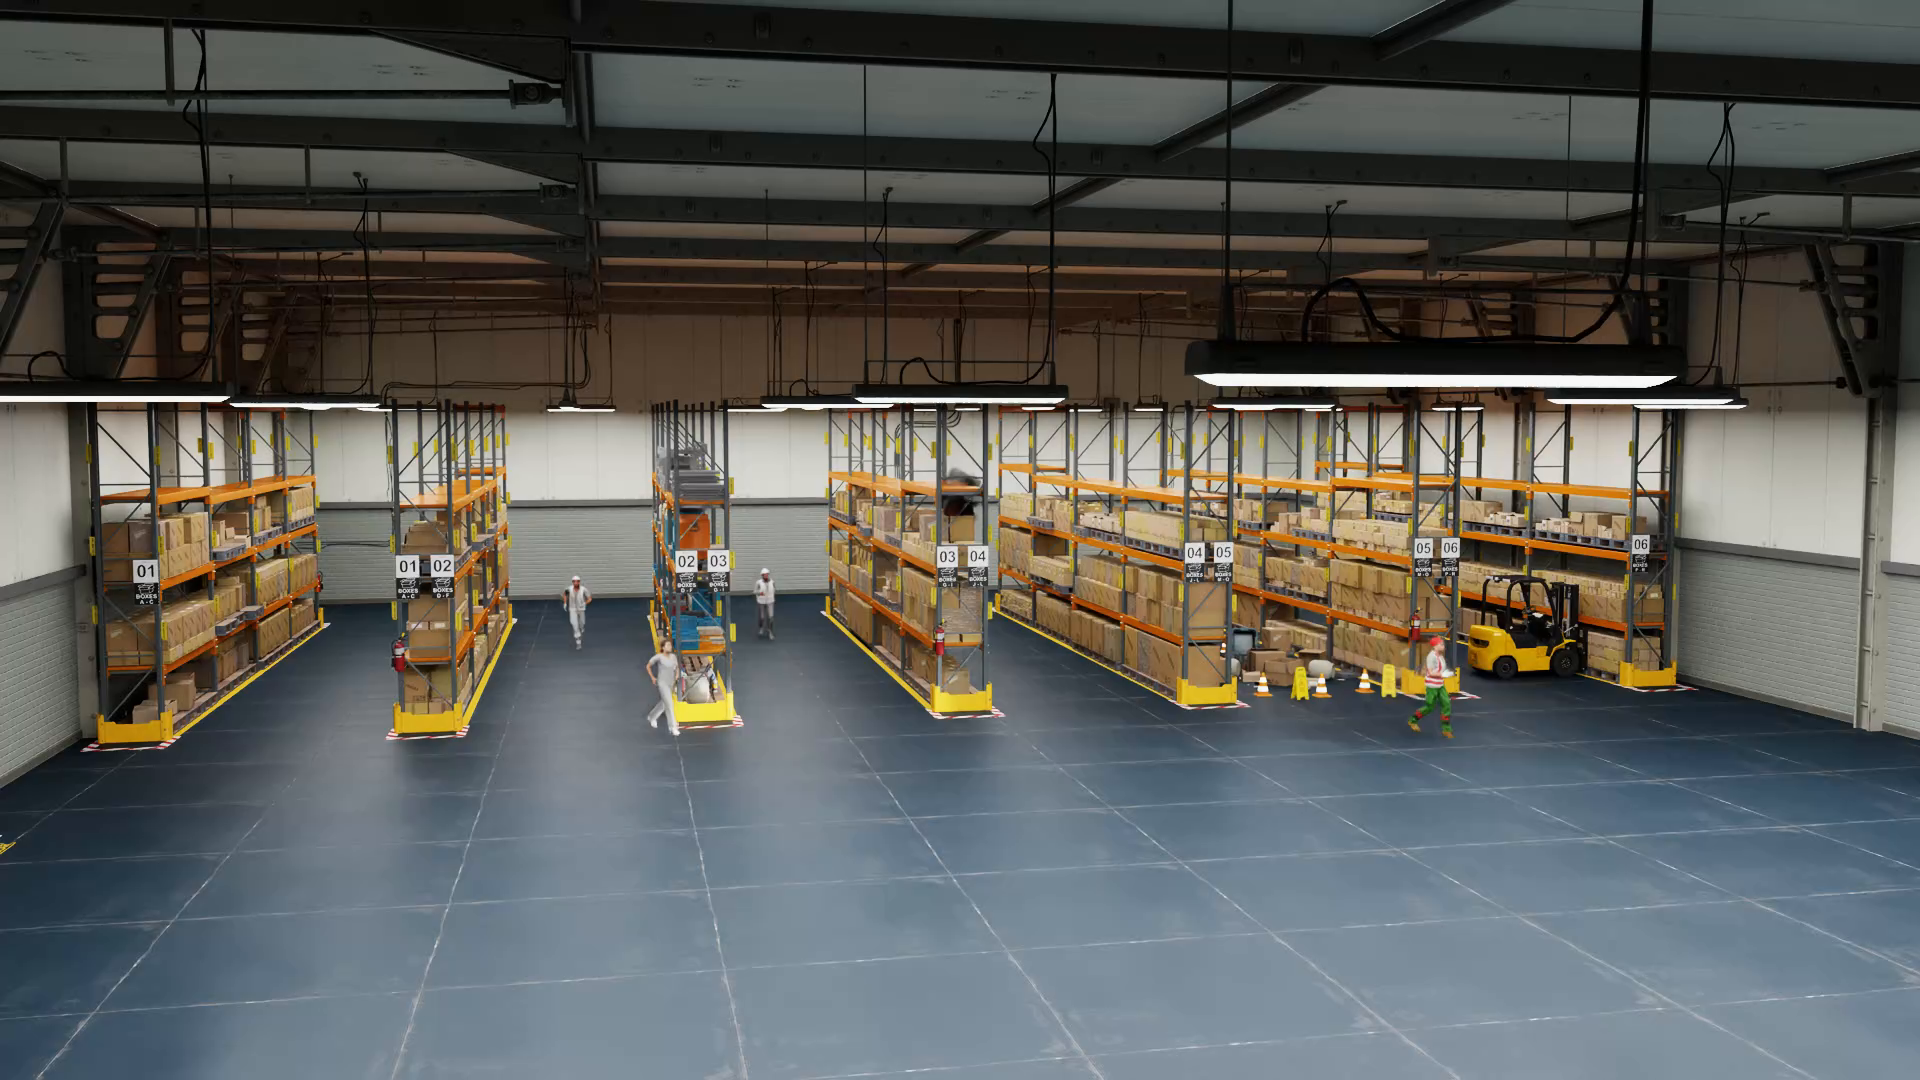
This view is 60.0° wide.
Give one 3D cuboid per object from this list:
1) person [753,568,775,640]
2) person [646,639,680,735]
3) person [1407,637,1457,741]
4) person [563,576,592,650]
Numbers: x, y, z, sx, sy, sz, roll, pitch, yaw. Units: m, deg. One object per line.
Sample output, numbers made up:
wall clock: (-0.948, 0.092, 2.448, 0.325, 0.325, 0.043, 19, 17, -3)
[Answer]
person: (-5.008, 1.617, 42.643, 0.610, 1.805, 0.889, -1, 4, -16)
person: (-5.324, 2.629, 30.011, 0.921, 1.675, 0.581, 3, 5, 38)
person: (8.362, 2.627, 29.440, 0.912, 1.849, 0.690, 3, 5, 35)
person: (-9.388, 1.756, 40.813, 0.685, 1.775, 1.044, -1, 4, -10)
